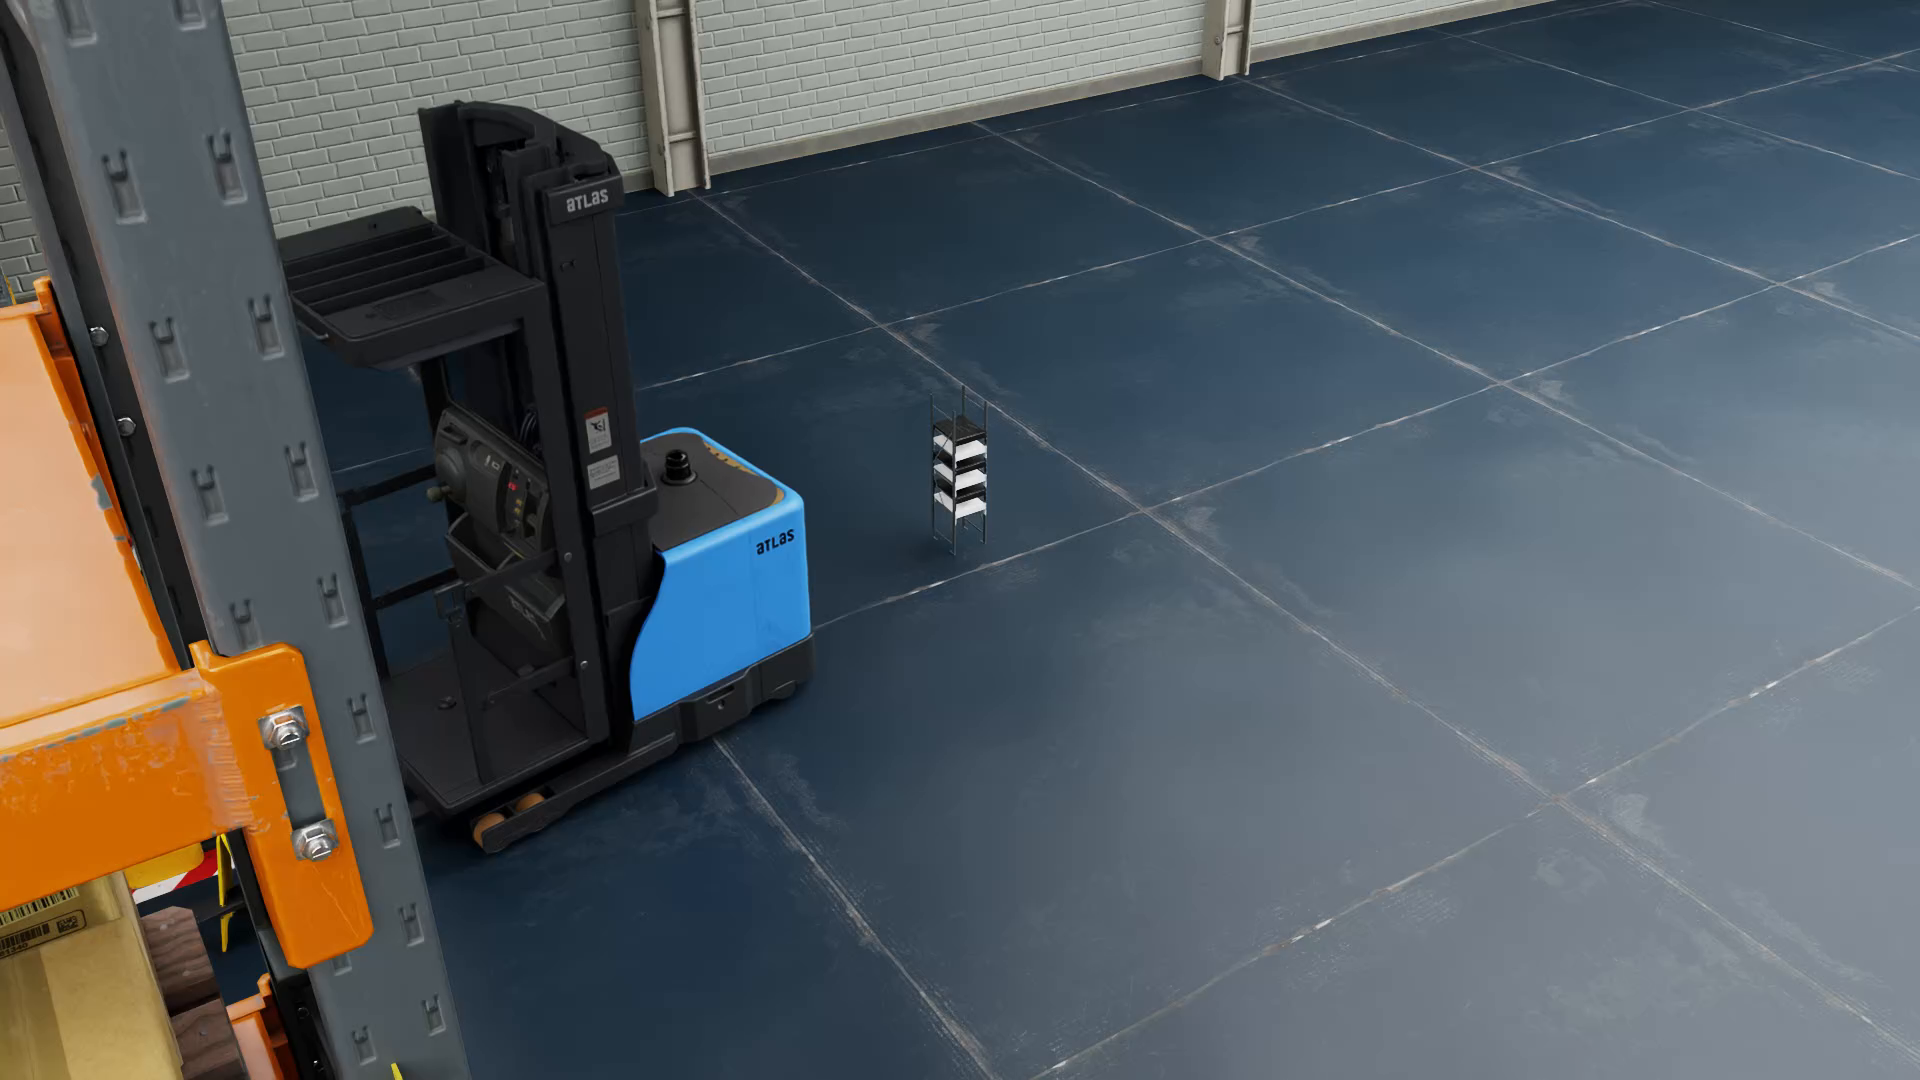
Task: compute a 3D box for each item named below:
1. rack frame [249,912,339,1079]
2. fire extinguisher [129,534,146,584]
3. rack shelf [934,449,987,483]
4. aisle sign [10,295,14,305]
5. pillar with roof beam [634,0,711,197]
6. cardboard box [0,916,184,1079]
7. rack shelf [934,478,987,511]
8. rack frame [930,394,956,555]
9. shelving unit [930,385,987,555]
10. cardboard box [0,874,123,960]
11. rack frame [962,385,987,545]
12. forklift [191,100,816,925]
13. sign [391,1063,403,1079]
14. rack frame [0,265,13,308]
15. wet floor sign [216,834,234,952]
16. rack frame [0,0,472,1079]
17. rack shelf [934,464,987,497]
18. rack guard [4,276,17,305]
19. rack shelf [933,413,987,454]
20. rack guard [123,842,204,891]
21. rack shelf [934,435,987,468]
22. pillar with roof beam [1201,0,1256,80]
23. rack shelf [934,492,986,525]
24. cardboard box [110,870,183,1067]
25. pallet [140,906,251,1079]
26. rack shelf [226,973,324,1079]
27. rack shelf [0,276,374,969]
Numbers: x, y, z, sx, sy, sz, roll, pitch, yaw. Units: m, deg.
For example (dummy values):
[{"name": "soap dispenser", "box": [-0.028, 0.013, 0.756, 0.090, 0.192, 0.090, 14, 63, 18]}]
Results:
[{"name": "rack frame", "box": [-0.870, 2.084, 3.257, 0.127, 3.000, 1.000, -19, 37, -27]}, {"name": "fire extinguisher", "box": [-3.291, 0.100, 6.475, 0.183, 0.674, 0.296, -19, 37, -27]}, {"name": "rack shelf", "box": [-0.007, -0.426, 9.098, 0.200, 0.077, 0.258, -19, 37, -27]}, {"name": "aisle sign", "box": [-3.428, -1.094, 5.858, 0.004, 0.787, 0.394, -19, 37, -27]}, {"name": "pillar with roof beam", "box": [-0.028, -4.876, 8.666, 0.400, 9.000, 9.100, -19, 37, -27]}, {"name": "cardboard box", "box": [-0.970, 0.614, 1.776, 0.250, 0.149, 0.380, -19, 37, -27]}, {"name": "rack shelf", "box": [-0.007, -0.274, 9.194, 0.200, 0.077, 0.258, -19, 37, -27]}, {"name": "rack frame", "box": [-0.092, -0.349, 9.081, 0.006, 0.900, 0.240, -19, 37, -27]}, {"name": "shelving unit", "box": [-0.007, -0.378, 9.128, 0.210, 0.900, 0.258, -19, 37, -27]}, {"name": "cardboard box", "box": [-1.415, 0.557, 2.240, 0.500, 0.250, 0.500, -19, 37, -27]}, {"name": "rack frame", "box": [0.079, -0.408, 9.174, 0.006, 0.900, 0.240, -19, 37, -27]}, {"name": "forklift", "box": [-2.144, -0.200, 6.941, 3.031, 2.935, 1.130, -26, 40, -34]}, {"name": "sign", "box": [-0.588, 0.721, 1.849, 0.005, 0.325, 0.100, -19, 37, -27]}, {"name": "rack frame", "box": [-3.637, -0.107, 6.729, 0.127, 3.000, 1.000, -19, 37, -27]}, {"name": "wet floor sign", "box": [-2.898, 1.314, 6.684, 0.232, 0.644, 0.267, -7, 33, -11]}, {"name": "rack frame", "box": [-0.870, -0.454, 1.656, 0.127, 3.000, 1.000, -19, 37, -27]}, {"name": "rack shelf", "box": [-0.007, -0.350, 9.146, 0.200, 0.077, 0.258, -19, 37, -27]}, {"name": "rack guard", "box": [-6.310, -1.281, 10.934, 0.348, 0.500, 1.175, -19, 37, -27]}, {"name": "rack shelf", "box": [-0.007, -0.578, 9.002, 0.200, 0.077, 0.258, -19, 37, -27]}, {"name": "rack guard", "box": [-3.701, 0.972, 7.361, 0.348, 0.500, 1.175, -19, 37, -27]}, {"name": "rack shelf", "box": [-0.007, -0.502, 9.050, 0.200, 0.077, 0.258, -19, 37, -27]}, {"name": "pillar with roof beam", "box": [5.015, -6.610, 11.416, 0.400, 9.000, 9.100, -19, 37, -27]}, {"name": "rack shelf", "box": [-0.007, -0.198, 9.242, 0.200, 0.077, 0.258, -19, 37, -27]}, {"name": "cardboard box", "box": [-1.332, 0.657, 2.456, 0.250, 0.149, 0.380, -19, 37, -27]}, {"name": "pallet", "box": [-1.488, 1.072, 2.133, 1.213, 0.211, 1.003, -19, 37, -27]}, {"name": "rack shelf", "box": [-2.551, 1.698, 1.732, 4.000, 0.370, 1.077, -19, 37, -27]}, {"name": "rack shelf", "box": [-2.551, 0.598, 1.038, 4.000, 0.370, 1.077, -19, 37, -27]}]
